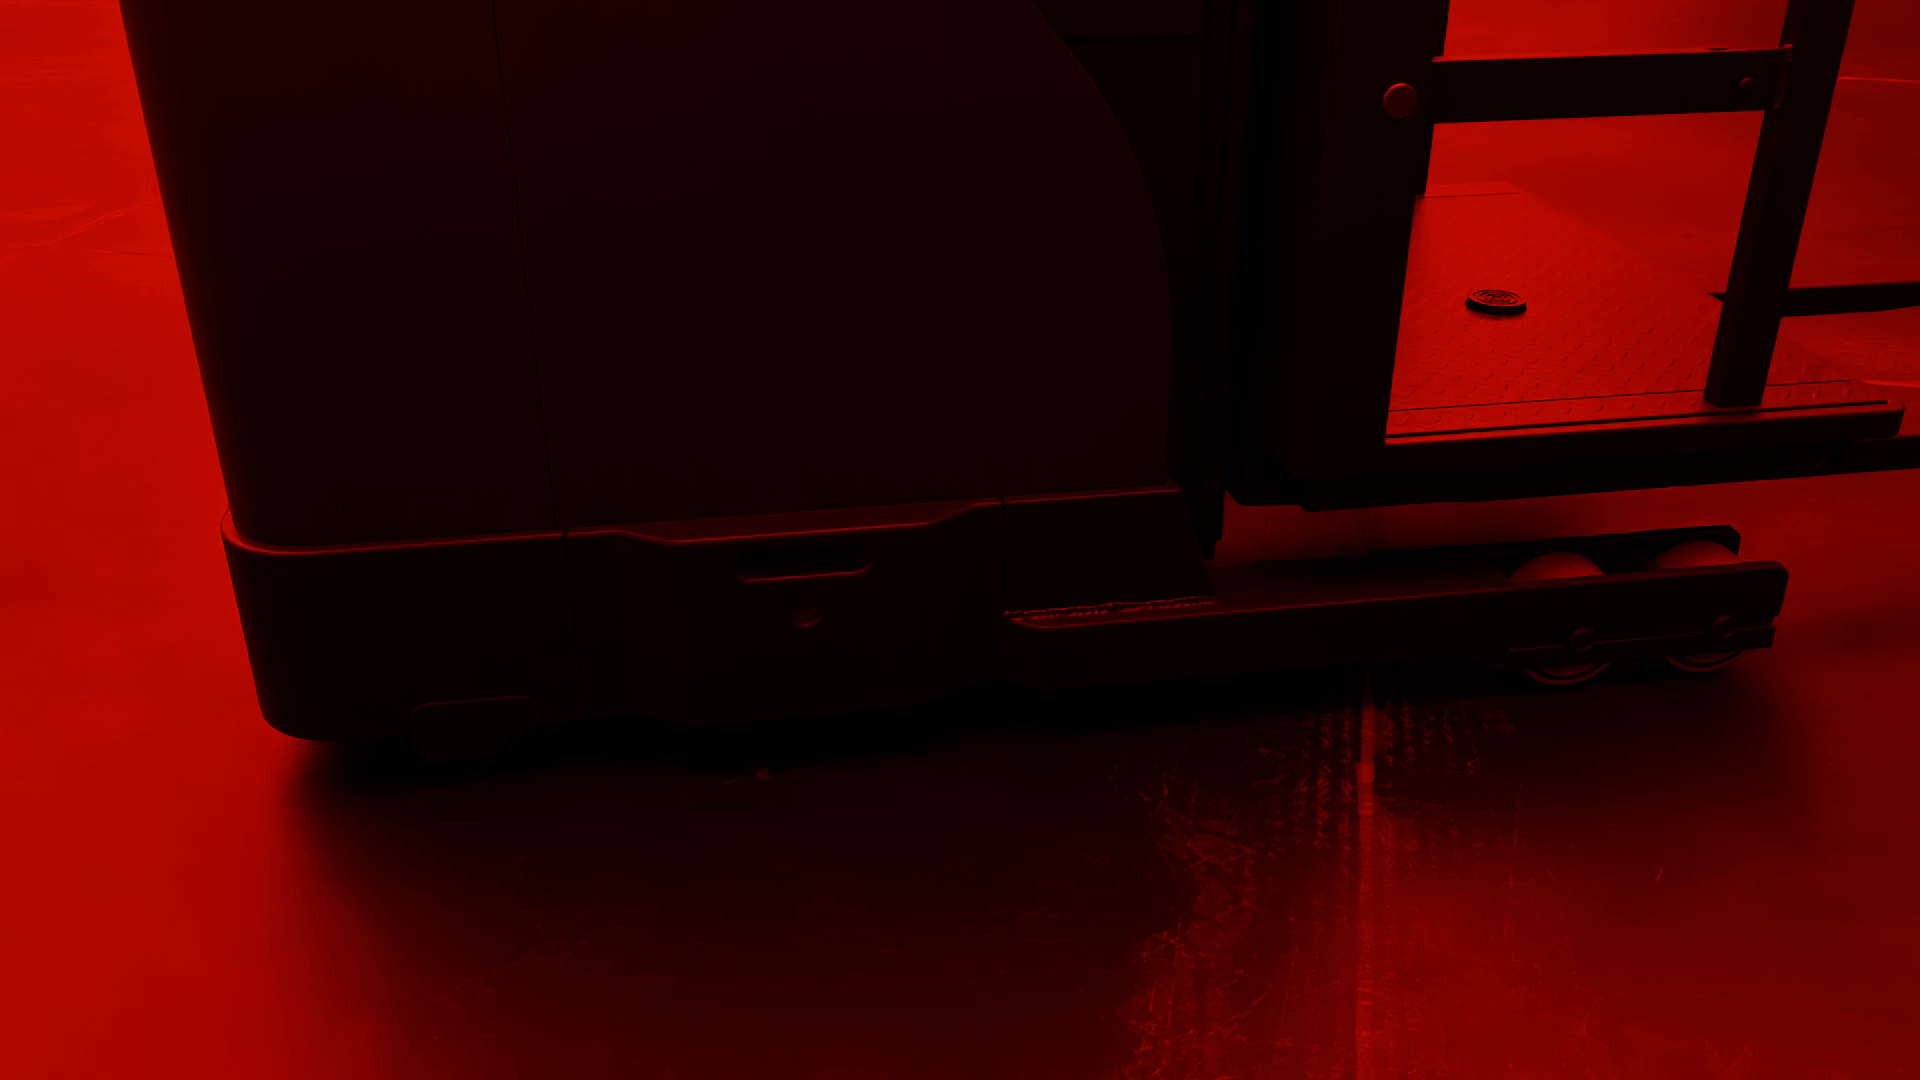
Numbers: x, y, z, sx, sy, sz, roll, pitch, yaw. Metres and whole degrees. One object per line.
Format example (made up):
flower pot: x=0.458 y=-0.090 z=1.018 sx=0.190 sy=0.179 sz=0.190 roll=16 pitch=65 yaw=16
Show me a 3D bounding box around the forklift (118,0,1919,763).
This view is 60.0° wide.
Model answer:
forklift: x=0.600 y=-1.354 z=1.930 sx=3.031 sy=2.935 sz=1.130 roll=-4 pitch=27 yaw=-9
